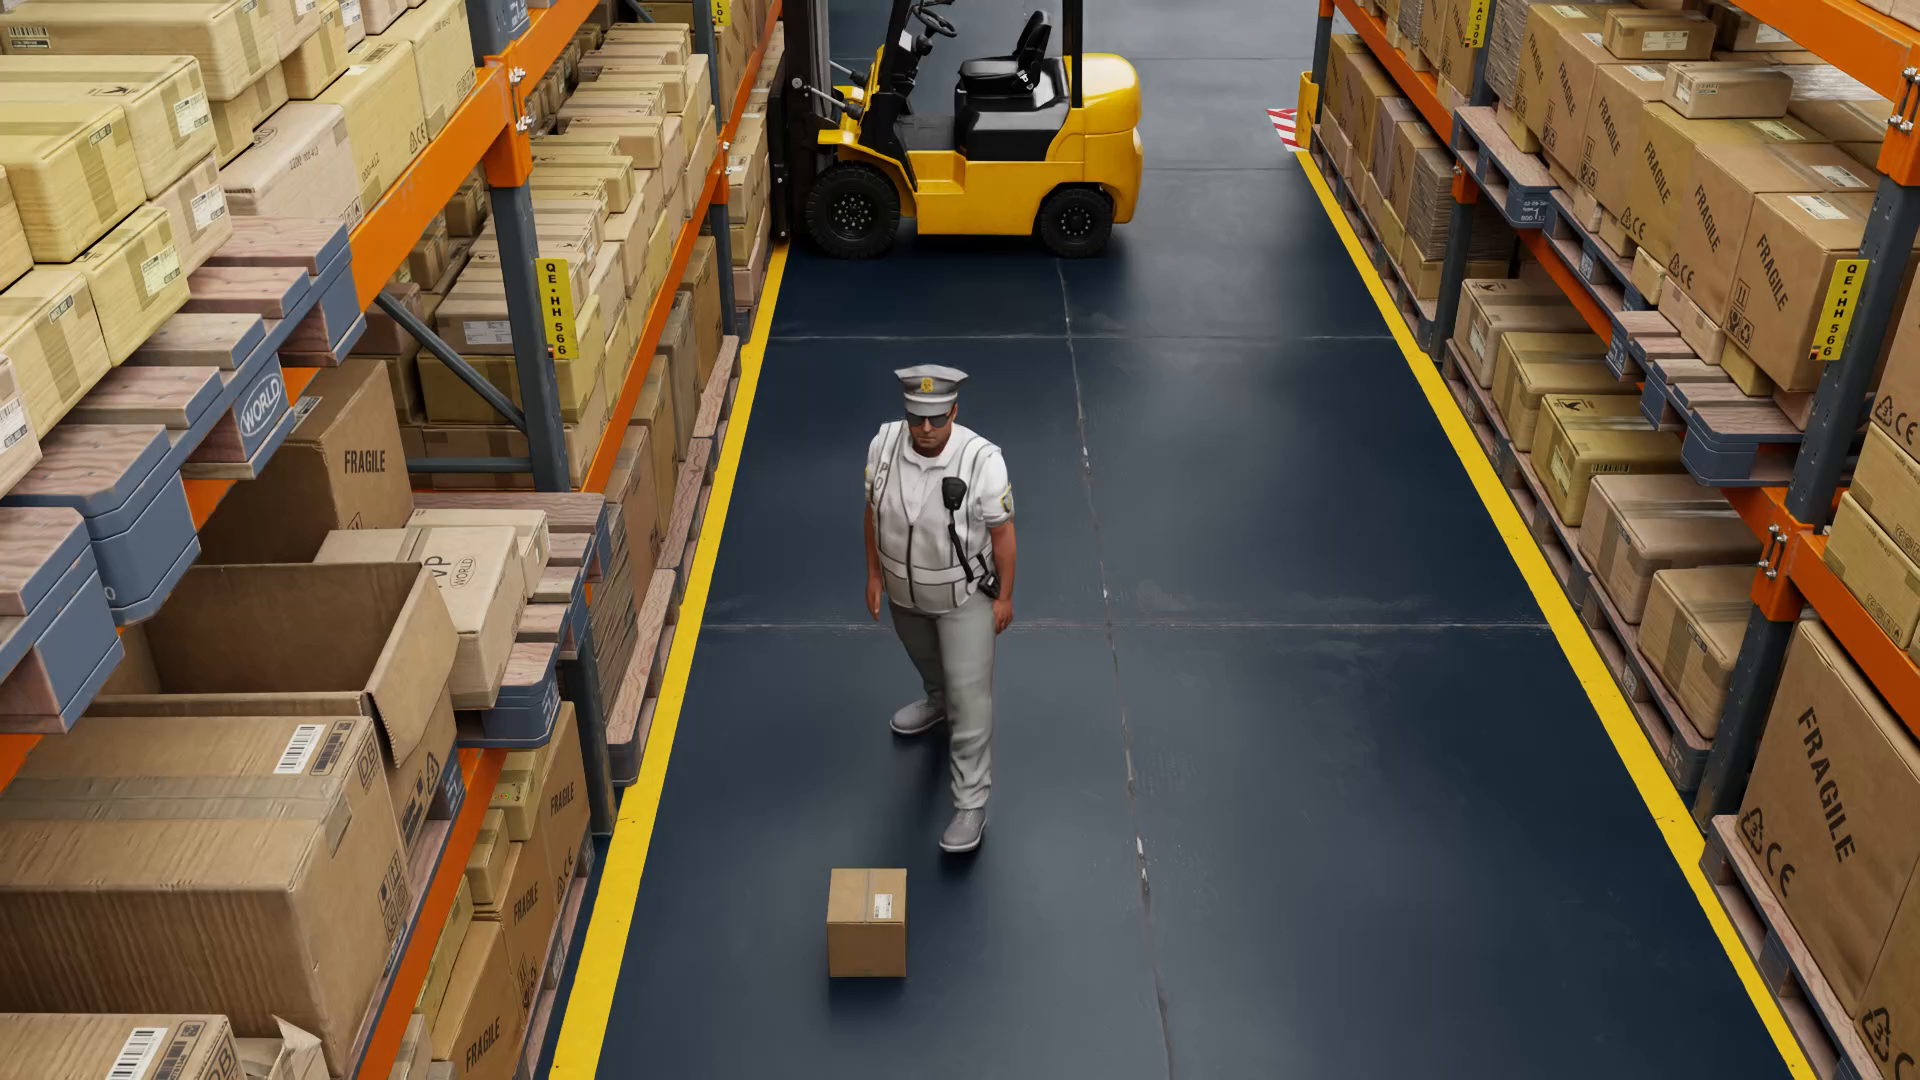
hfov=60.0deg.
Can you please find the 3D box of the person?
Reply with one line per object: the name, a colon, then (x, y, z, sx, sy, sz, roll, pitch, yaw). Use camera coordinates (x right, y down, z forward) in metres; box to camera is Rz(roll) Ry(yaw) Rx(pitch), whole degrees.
person: (-0.074, 0.170, 5.823, 0.658, 1.723, 0.892, 15, 34, 23)
